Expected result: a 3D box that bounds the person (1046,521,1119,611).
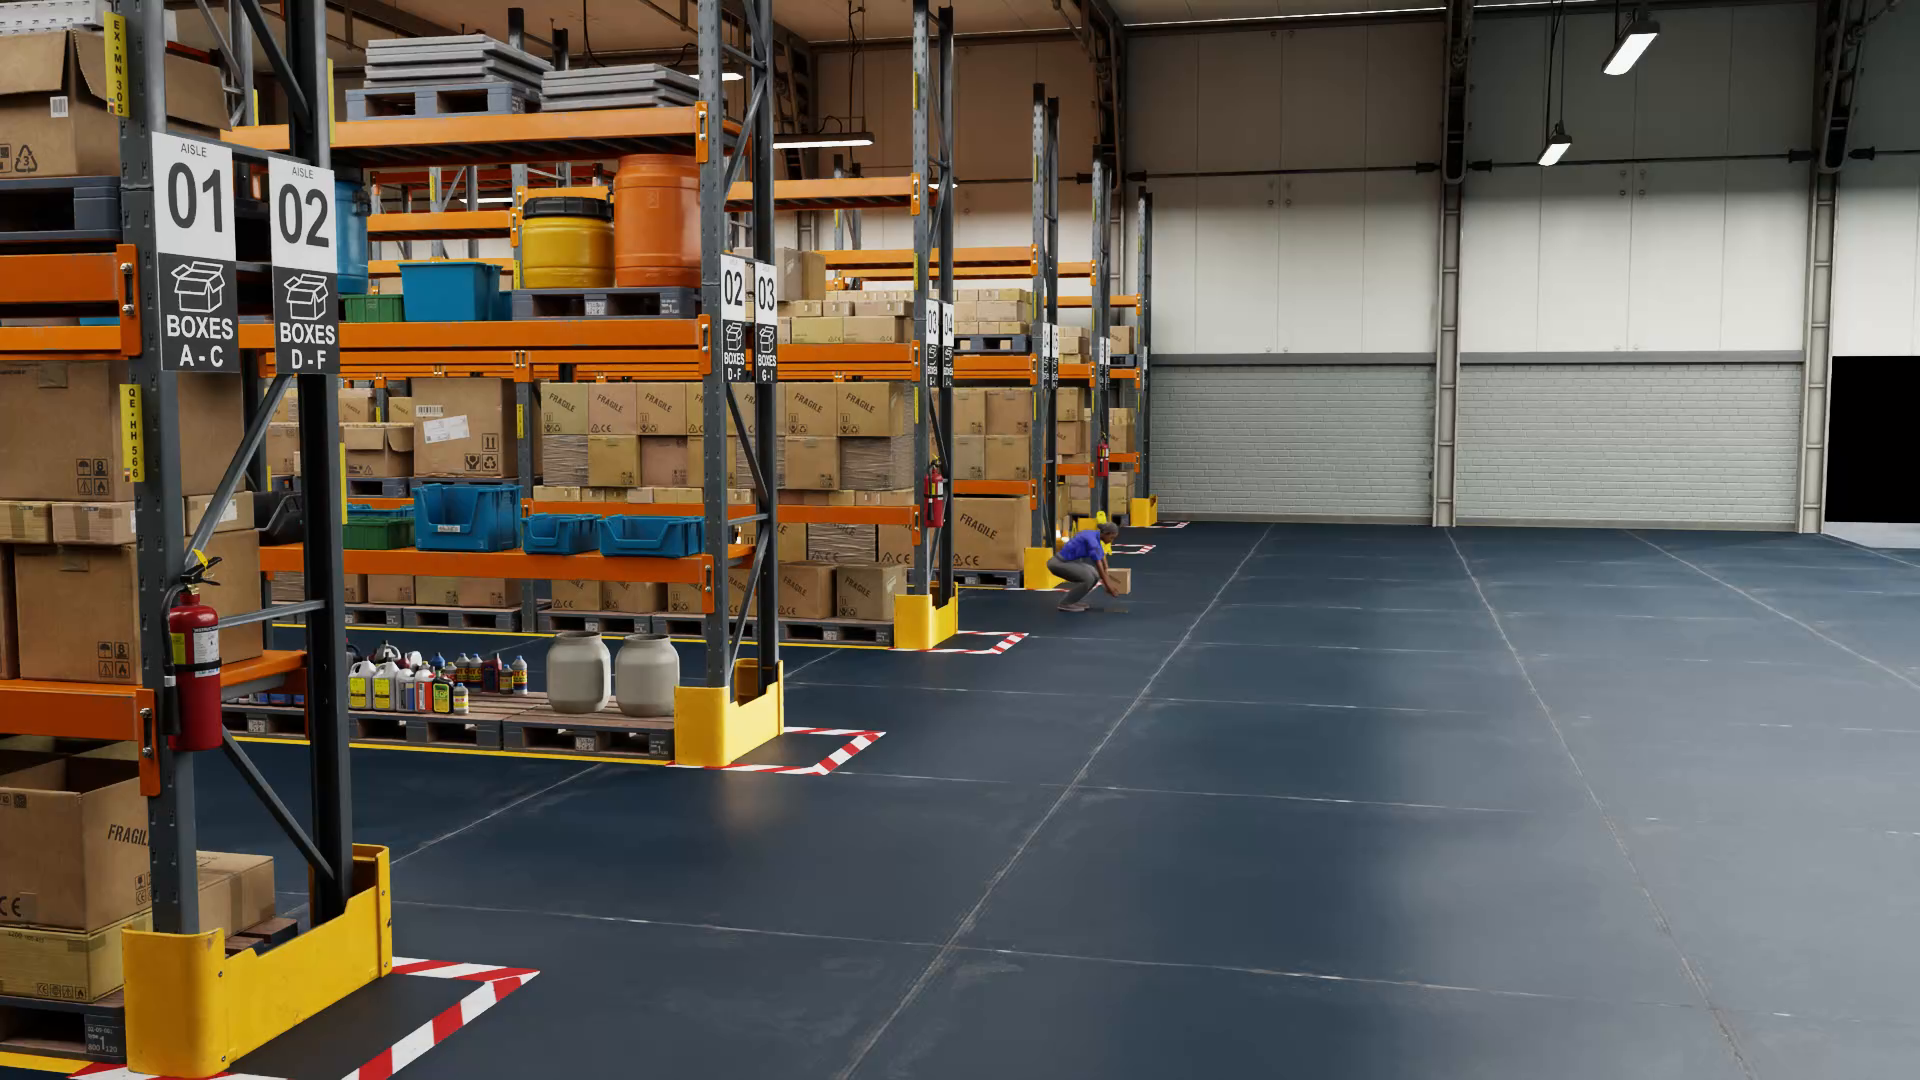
[{"bbox_3d":[1.353,0.282,18.098,0.801,0.972,0.486,1,5,13],"label":"person"}]
